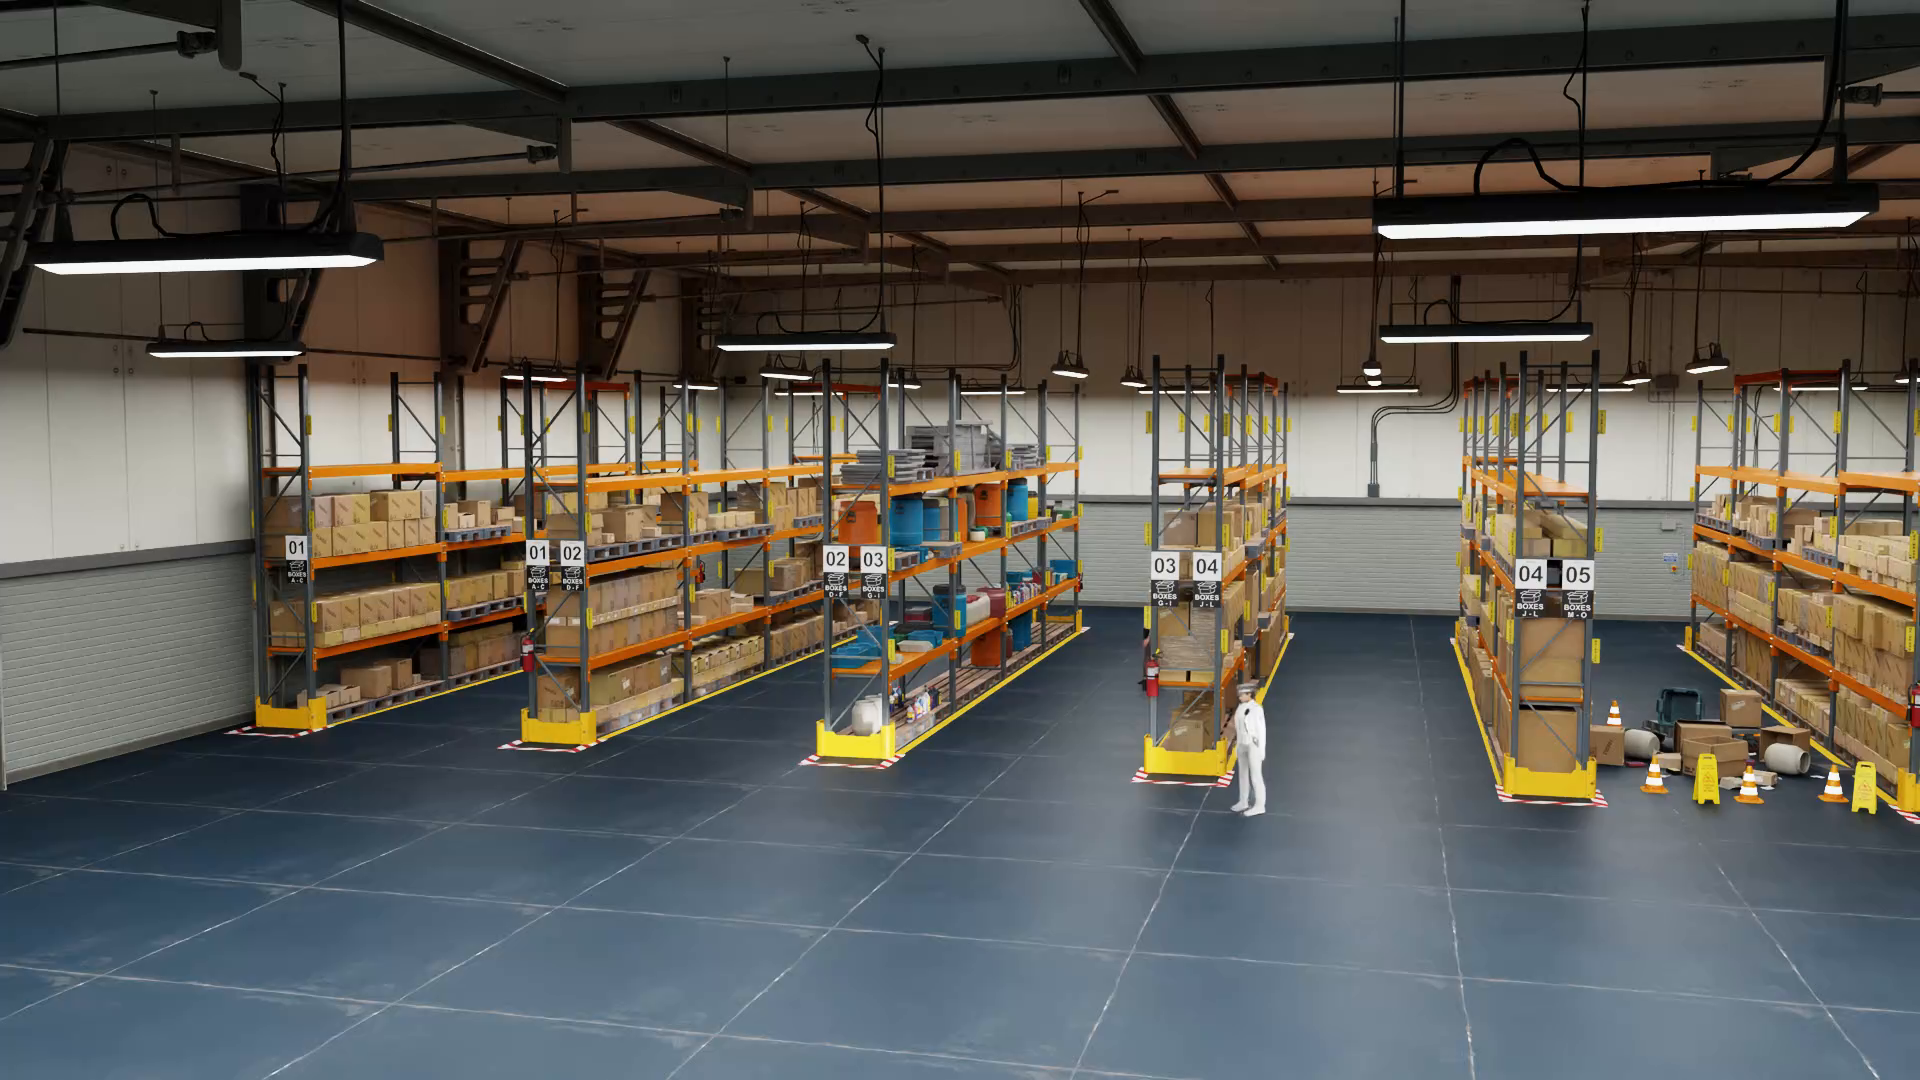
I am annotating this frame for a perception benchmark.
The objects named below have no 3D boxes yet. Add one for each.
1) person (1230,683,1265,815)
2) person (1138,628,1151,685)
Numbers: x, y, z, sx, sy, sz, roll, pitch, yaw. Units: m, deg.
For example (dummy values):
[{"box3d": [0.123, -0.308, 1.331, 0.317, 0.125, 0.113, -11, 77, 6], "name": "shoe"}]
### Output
[{"box3d": [3.731, 2.684, 21.499, 0.372, 1.669, 0.568, -2, 4, -26], "name": "person"}, {"box3d": [3.703, 1.968, 32.045, 0.557, 1.728, 0.610, 1, 4, 20], "name": "person"}]
